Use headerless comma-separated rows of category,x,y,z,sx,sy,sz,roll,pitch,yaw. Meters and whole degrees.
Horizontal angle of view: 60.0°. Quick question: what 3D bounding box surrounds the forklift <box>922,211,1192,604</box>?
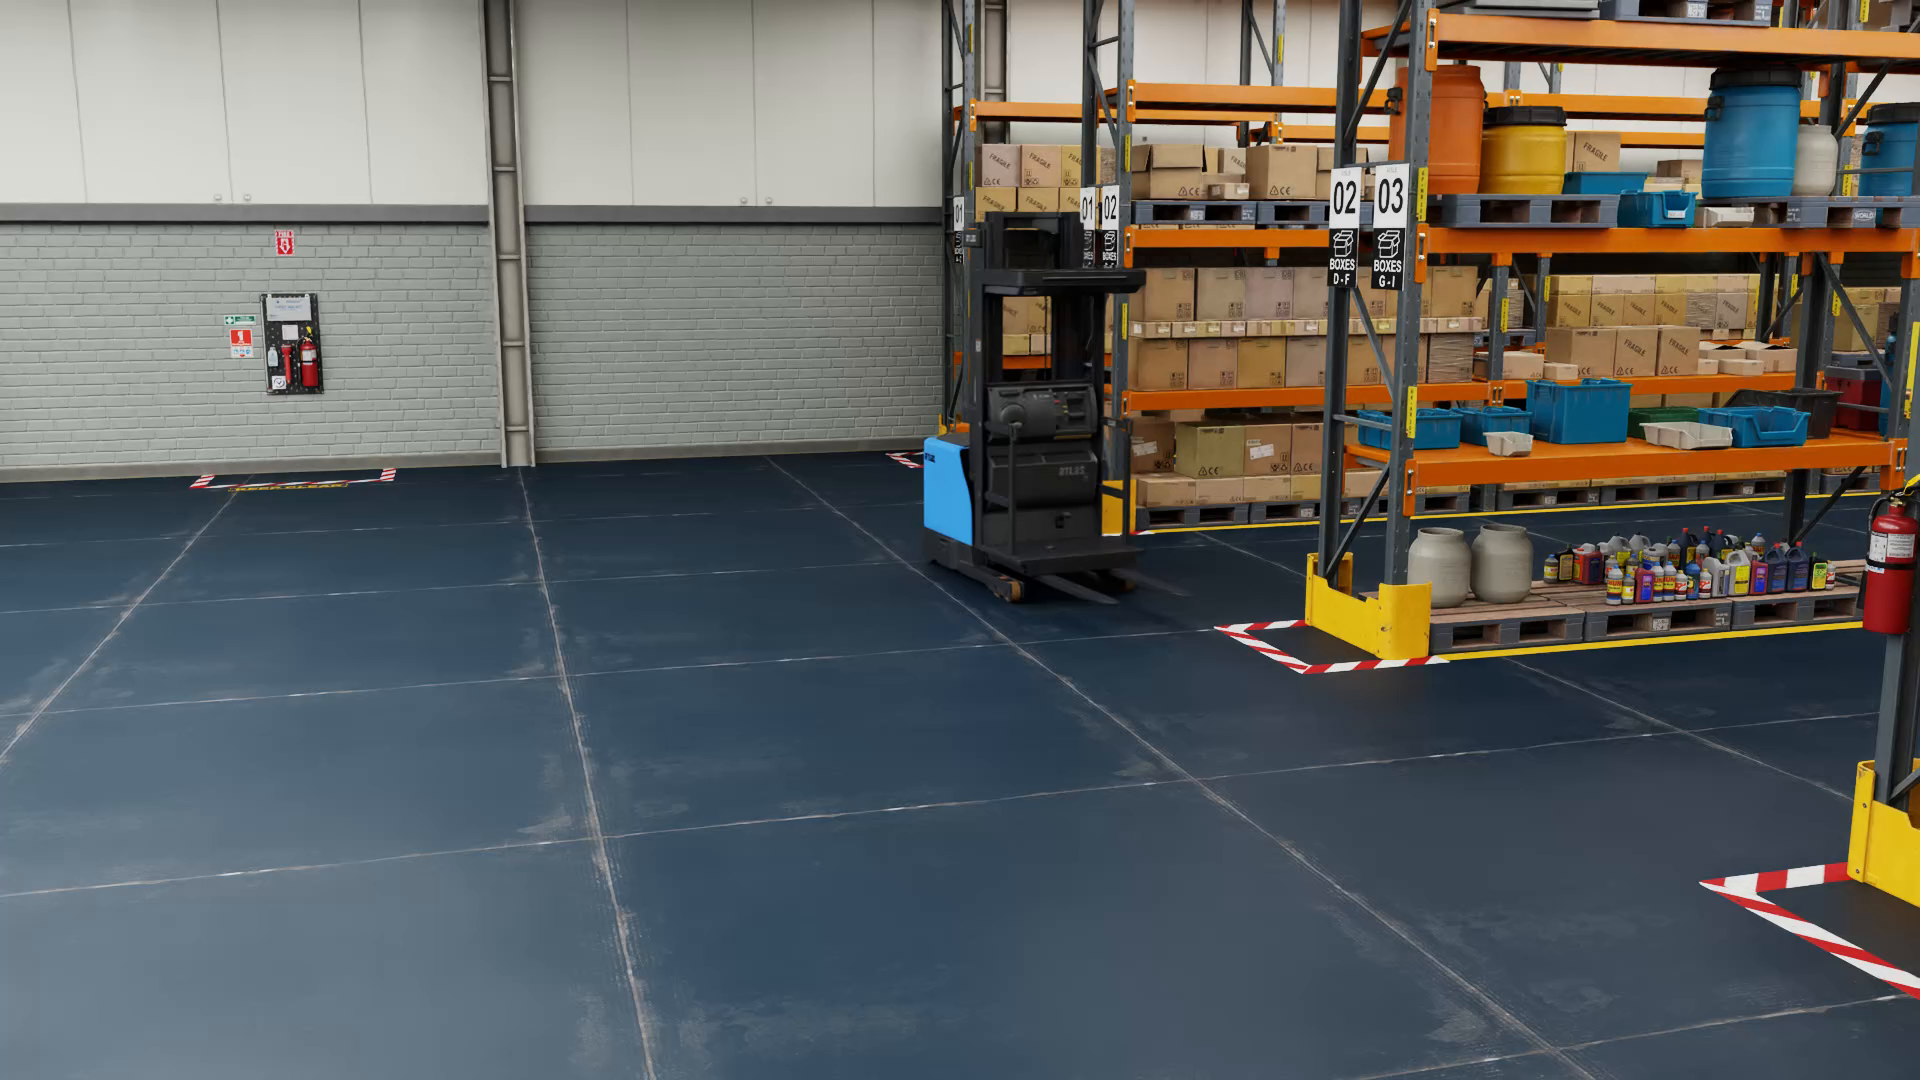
forklift,0.739,-1.054,12.881,1.130,2.935,3.031,-5,11,-24

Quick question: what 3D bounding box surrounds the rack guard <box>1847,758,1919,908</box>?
rack guard,4.199,1.308,6.766,0.348,0.500,1.175,-3,11,-16

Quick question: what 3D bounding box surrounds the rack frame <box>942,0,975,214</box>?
rack frame,-0.027,-5.451,20.007,0.127,3.000,1.000,-3,11,-16

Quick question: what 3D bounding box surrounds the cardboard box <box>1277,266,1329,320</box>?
cardboard box,3.332,-2.430,16.305,0.500,0.500,0.700,-3,11,-16

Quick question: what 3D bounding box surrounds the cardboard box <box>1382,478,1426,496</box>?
cardboard box,4.335,-0.612,16.722,0.500,0.250,0.500,-3,11,-16

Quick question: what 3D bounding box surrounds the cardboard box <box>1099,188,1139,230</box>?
cardboard box,1.895,-4.087,20.552,0.500,0.500,0.500,-2,11,-12

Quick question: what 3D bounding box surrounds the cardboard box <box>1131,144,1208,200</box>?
cardboard box,1.914,-3.470,15.696,0.637,0.503,0.797,-2,11,-12

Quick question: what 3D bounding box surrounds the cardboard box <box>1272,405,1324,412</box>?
cardboard box,4.516,-1.731,22.055,0.500,0.500,0.700,-3,11,-14

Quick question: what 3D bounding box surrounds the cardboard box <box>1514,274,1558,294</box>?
cardboard box,8.017,-3.548,23.013,0.500,0.250,0.500,-3,11,-14

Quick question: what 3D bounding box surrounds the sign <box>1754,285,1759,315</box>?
sign,8.882,-2.669,18.485,0.005,0.325,0.100,-3,11,-16

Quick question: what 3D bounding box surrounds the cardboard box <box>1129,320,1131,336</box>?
cardboard box,1.675,-2.061,16.091,0.250,0.149,0.380,-3,11,-17

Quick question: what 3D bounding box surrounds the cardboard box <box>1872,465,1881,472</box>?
cardboard box,10.060,-1.033,18.264,0.500,0.500,0.500,-3,11,-18

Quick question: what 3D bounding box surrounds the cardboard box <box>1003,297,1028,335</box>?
cardboard box,0.515,-2.778,20.342,0.500,0.500,0.500,-3,11,-16

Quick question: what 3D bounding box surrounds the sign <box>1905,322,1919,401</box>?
sign,3.991,-0.740,6.915,0.005,0.325,0.100,-3,11,-16

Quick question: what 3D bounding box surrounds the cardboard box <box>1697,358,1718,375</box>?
cardboard box,7.834,-1.847,17.692,0.250,0.149,0.380,-2,11,-12

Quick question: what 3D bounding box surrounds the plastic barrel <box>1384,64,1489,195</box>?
plastic barrel,3.173,-2.718,11.101,0.708,0.830,0.600,-3,11,-16

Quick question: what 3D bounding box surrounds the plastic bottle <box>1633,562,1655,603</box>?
plastic bottle,4.792,0.295,11.651,0.133,0.283,0.061,-3,11,-15

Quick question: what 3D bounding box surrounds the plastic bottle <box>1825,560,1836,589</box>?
plastic bottle,6.321,0.251,12.115,0.097,0.201,0.097,0,10,0

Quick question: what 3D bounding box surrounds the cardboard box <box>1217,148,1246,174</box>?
cardboard box,3.408,-4.657,20.883,0.500,0.500,0.500,-4,11,-21

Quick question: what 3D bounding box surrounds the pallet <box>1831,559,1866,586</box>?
pallet,7.326,0.344,12.800,1.213,0.211,1.003,-3,11,-16

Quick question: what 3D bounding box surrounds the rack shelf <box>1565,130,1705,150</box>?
rack shelf,9.574,-5.407,22.858,4.000,0.370,1.077,-3,11,-16

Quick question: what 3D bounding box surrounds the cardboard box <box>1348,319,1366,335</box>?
cardboard box,3.781,-2.096,16.281,0.250,0.149,0.380,-3,11,-14

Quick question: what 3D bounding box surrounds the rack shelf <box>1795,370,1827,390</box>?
rack shelf,10.963,-1.792,18.688,4.000,0.370,1.077,-3,11,-16

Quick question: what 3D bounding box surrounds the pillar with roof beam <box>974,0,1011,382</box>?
pillar with roof beam,1.607,-4.889,16.951,0.400,9.000,9.100,-3,11,-16

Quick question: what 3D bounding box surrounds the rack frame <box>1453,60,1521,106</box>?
rack frame,5.202,-4.793,16.430,0.127,3.000,1.000,-3,11,-16

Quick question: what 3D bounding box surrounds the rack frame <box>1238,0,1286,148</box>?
rack frame,3.814,-5.654,21.107,0.127,3.000,1.000,-3,11,-16

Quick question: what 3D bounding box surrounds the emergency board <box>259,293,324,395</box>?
emergency board,-7.741,-2.265,19.267,0.643,1.169,0.194,-3,11,-16

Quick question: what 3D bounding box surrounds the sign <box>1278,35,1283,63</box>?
sign,3.948,-6.057,20.498,0.005,0.325,0.100,-3,11,-16

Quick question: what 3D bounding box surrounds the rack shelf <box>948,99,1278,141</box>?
rack shelf,1.893,-5.197,20.623,4.000,0.370,1.077,-3,11,-16

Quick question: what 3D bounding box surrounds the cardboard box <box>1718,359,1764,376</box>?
cardboard box,8.256,-1.828,17.588,0.250,0.149,0.380,-3,11,-16

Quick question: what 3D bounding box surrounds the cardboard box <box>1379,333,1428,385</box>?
cardboard box,4.273,-1.840,16.685,0.500,0.500,0.700,-3,11,-17

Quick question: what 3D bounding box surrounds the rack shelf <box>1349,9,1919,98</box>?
rack shelf,4.662,-3.280,11.303,4.000,0.370,1.077,-3,11,-16

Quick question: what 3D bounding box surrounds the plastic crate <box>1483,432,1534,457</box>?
plastic crate,3.691,-0.638,11.162,0.250,0.136,0.298,-3,11,-16

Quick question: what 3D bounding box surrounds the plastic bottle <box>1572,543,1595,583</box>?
plastic bottle,4.633,0.167,12.364,0.135,0.276,0.152,-3,11,-16

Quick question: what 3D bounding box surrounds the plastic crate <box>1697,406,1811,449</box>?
plastic crate,5.596,-0.805,11.748,0.616,0.251,0.499,-3,11,-16

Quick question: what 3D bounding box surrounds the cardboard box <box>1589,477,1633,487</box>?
cardboard box,6.646,-0.726,17.346,0.500,0.250,0.500,-3,11,-18

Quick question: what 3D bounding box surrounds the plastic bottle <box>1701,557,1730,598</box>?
plastic bottle,5.393,0.258,11.870,0.135,0.276,0.152,-3,11,-15

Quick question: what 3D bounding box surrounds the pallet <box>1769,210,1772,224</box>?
pallet,8.416,-3.377,17.547,1.003,0.211,1.213,-2,11,-13

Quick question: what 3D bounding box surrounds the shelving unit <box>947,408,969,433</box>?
shelving unit,0.159,-0.598,15.187,0.503,1.200,0.258,-3,11,-16

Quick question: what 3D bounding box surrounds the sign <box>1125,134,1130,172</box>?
sign,1.511,-3.487,14.990,0.005,0.325,0.100,-3,11,-16

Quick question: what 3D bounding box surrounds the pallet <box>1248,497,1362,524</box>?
pallet,3.253,-0.376,16.708,1.213,0.211,1.003,-3,11,-16

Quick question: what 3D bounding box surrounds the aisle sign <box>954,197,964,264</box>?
aisle sign,-0.012,-3.724,20.012,0.004,0.787,0.394,-3,11,-16

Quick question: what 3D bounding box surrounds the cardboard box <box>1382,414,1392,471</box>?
cardboard box,4.334,-0.981,16.656,0.500,0.500,0.500,-3,11,-16

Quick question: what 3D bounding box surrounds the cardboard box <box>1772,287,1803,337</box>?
cardboard box,12.020,-3.280,23.956,0.700,0.700,0.980,-3,11,-15

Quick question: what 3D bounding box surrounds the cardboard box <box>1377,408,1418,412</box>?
cardboard box,4.669,-1.096,17.285,0.500,0.500,0.500,-3,11,-16

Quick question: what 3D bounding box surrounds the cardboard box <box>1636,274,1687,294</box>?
cardboard box,9.645,-3.538,22.961,0.500,0.250,0.500,-3,11,-17

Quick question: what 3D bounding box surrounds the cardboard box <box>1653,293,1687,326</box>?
cardboard box,9.672,-3.169,23.025,0.500,0.500,0.500,-3,11,-14

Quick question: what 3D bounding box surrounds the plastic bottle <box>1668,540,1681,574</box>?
plastic bottle,5.380,0.136,12.545,0.097,0.271,0.097,0,10,0

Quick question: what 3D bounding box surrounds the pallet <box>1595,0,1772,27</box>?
pallet,4.625,-3.533,11.213,1.213,0.211,1.003,-3,11,-16

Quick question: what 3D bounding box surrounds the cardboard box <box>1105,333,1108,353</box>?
cardboard box,1.516,-2.460,20.687,0.500,0.250,0.500,-3,11,-17

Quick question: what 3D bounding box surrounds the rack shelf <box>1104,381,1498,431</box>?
rack shelf,3.281,-1.387,16.489,4.000,0.370,1.077,-3,11,-16

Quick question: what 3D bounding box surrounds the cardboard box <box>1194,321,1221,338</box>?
cardboard box,2.291,-2.017,15.853,0.250,0.149,0.380,-3,11,-16

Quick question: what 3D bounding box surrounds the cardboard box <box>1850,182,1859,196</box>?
cardboard box,9.452,-3.597,17.944,0.500,0.500,0.910,-3,11,-16

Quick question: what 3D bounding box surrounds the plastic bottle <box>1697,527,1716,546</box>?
plastic bottle,5.692,0.074,12.665,0.185,0.351,0.144,-3,11,-14

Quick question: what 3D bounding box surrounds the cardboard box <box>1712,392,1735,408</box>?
cardboard box,10.907,-2.202,23.704,0.750,0.750,0.750,-3,11,-15

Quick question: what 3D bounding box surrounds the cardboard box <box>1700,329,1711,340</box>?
cardboard box,10.262,-2.882,23.257,0.250,0.149,0.380,-3,11,-16
